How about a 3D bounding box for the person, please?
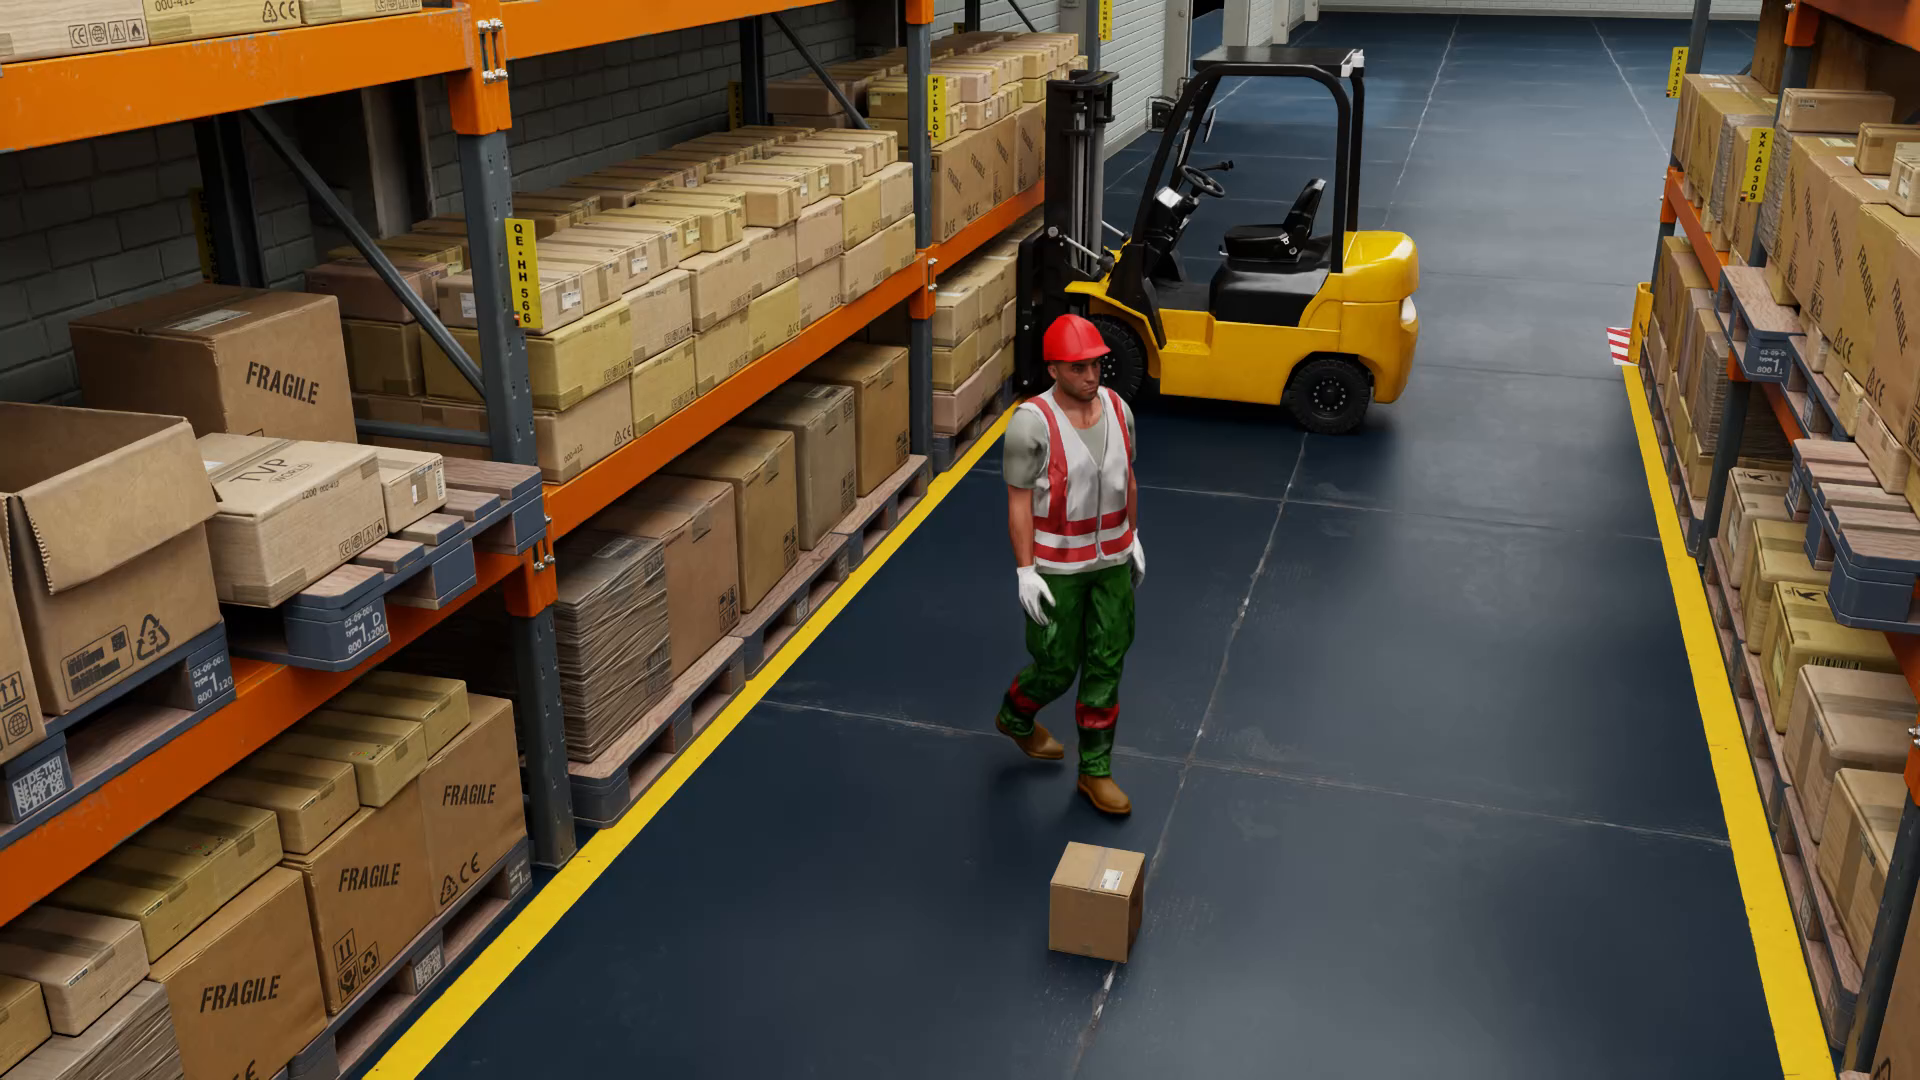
[{"bbox_3d":[0.421,0.070,5.869,0.583,1.787,0.662,-11,24,-25],"label":"person"}]
